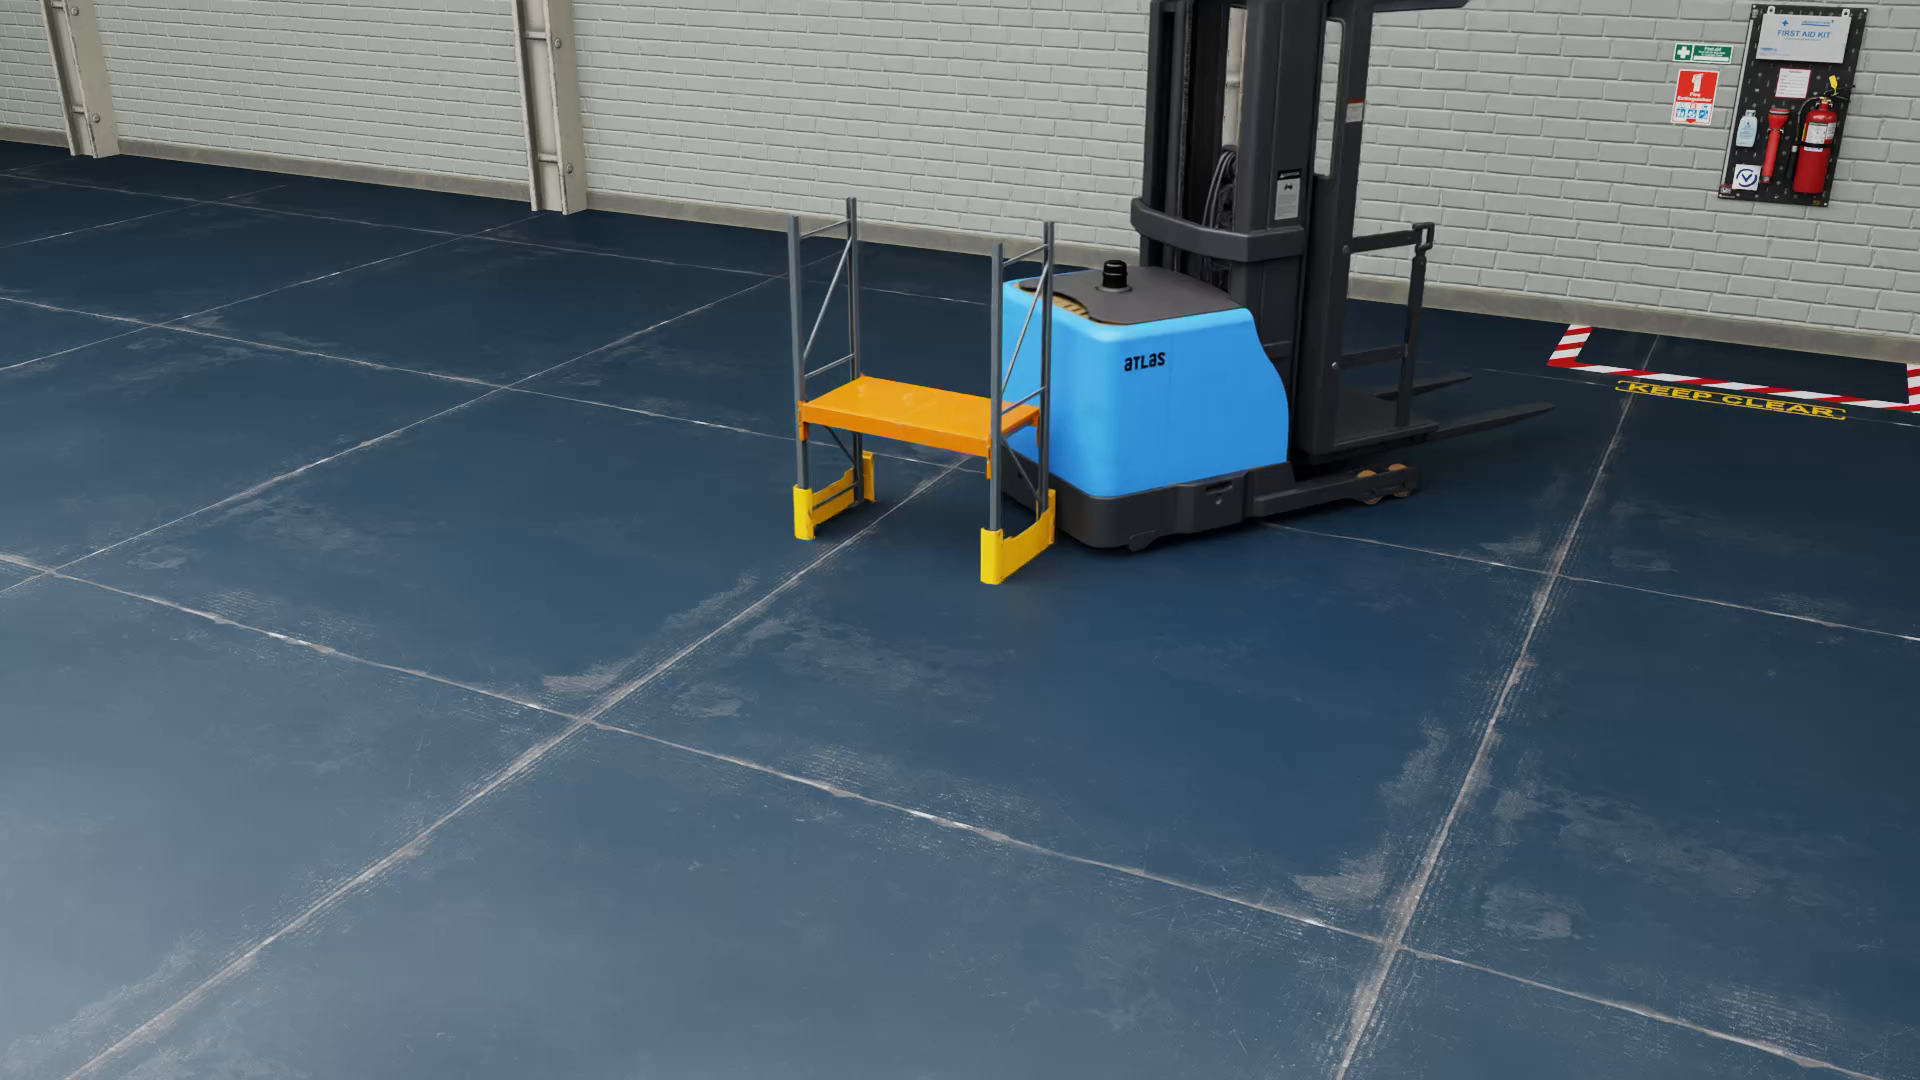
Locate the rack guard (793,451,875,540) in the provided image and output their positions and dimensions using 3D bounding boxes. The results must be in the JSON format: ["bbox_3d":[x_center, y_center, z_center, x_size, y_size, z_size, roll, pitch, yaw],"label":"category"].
[{"bbox_3d":[-0.596,-0.218,7.942,0.087,0.250,0.587,13,26,27],"label":"rack guard"}]

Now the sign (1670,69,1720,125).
[{"bbox_3d":[4.577,-2.758,10.357,0.234,0.329,0.001,11,25,25],"label":"sign"}]

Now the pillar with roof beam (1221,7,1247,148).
[{"bbox_3d":[-0.085,-4.475,6.774,0.400,9.000,9.100,11,25,25],"label":"pillar with roof beam"}]

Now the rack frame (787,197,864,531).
[{"bbox_3d":[-0.612,-0.796,7.706,0.032,1.500,0.500,13,26,27],"label":"rack frame"}]

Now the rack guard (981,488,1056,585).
[{"bbox_3d":[0.266,-0.022,7.482,0.087,0.250,0.587,13,26,27],"label":"rack guard"}]

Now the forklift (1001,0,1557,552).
[{"bbox_3d":[1.692,-1.692,7.984,3.031,2.935,1.130,-12,26,-26],"label":"forklift"}]

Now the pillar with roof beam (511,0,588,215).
[{"bbox_3d":[-5.440,-5.535,9.266,0.400,9.000,9.100,11,25,25],"label":"pillar with roof beam"}]

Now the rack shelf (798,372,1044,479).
[{"bbox_3d":[-0.173,-0.531,7.542,1.000,0.185,0.538,13,26,27],"label":"rack shelf"}]

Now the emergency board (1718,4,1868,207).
[{"bbox_3d":[5.024,-2.608,10.050,0.643,1.169,0.194,11,25,25],"label":"emergency board"}]

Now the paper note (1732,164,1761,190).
[{"bbox_3d":[4.897,-2.258,10.353,0.142,0.148,0.016,11,25,25],"label":"paper note"}]

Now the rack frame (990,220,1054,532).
[{"bbox_3d":[0.267,-0.597,7.237,0.032,1.500,0.500,13,26,27],"label":"rack frame"}]

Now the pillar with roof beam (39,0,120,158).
[{"bbox_3d":[-10.794,-6.594,11.757,0.400,9.000,9.100,11,25,25],"label":"pillar with roof beam"}]

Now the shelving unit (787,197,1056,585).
[{"bbox_3d":[-0.165,-0.695,7.468,1.083,1.500,0.587,13,26,27],"label":"shelving unit"}]

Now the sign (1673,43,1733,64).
[{"bbox_3d":[4.577,-2.998,10.244,0.331,0.109,0.001,11,25,25],"label":"sign"}]
